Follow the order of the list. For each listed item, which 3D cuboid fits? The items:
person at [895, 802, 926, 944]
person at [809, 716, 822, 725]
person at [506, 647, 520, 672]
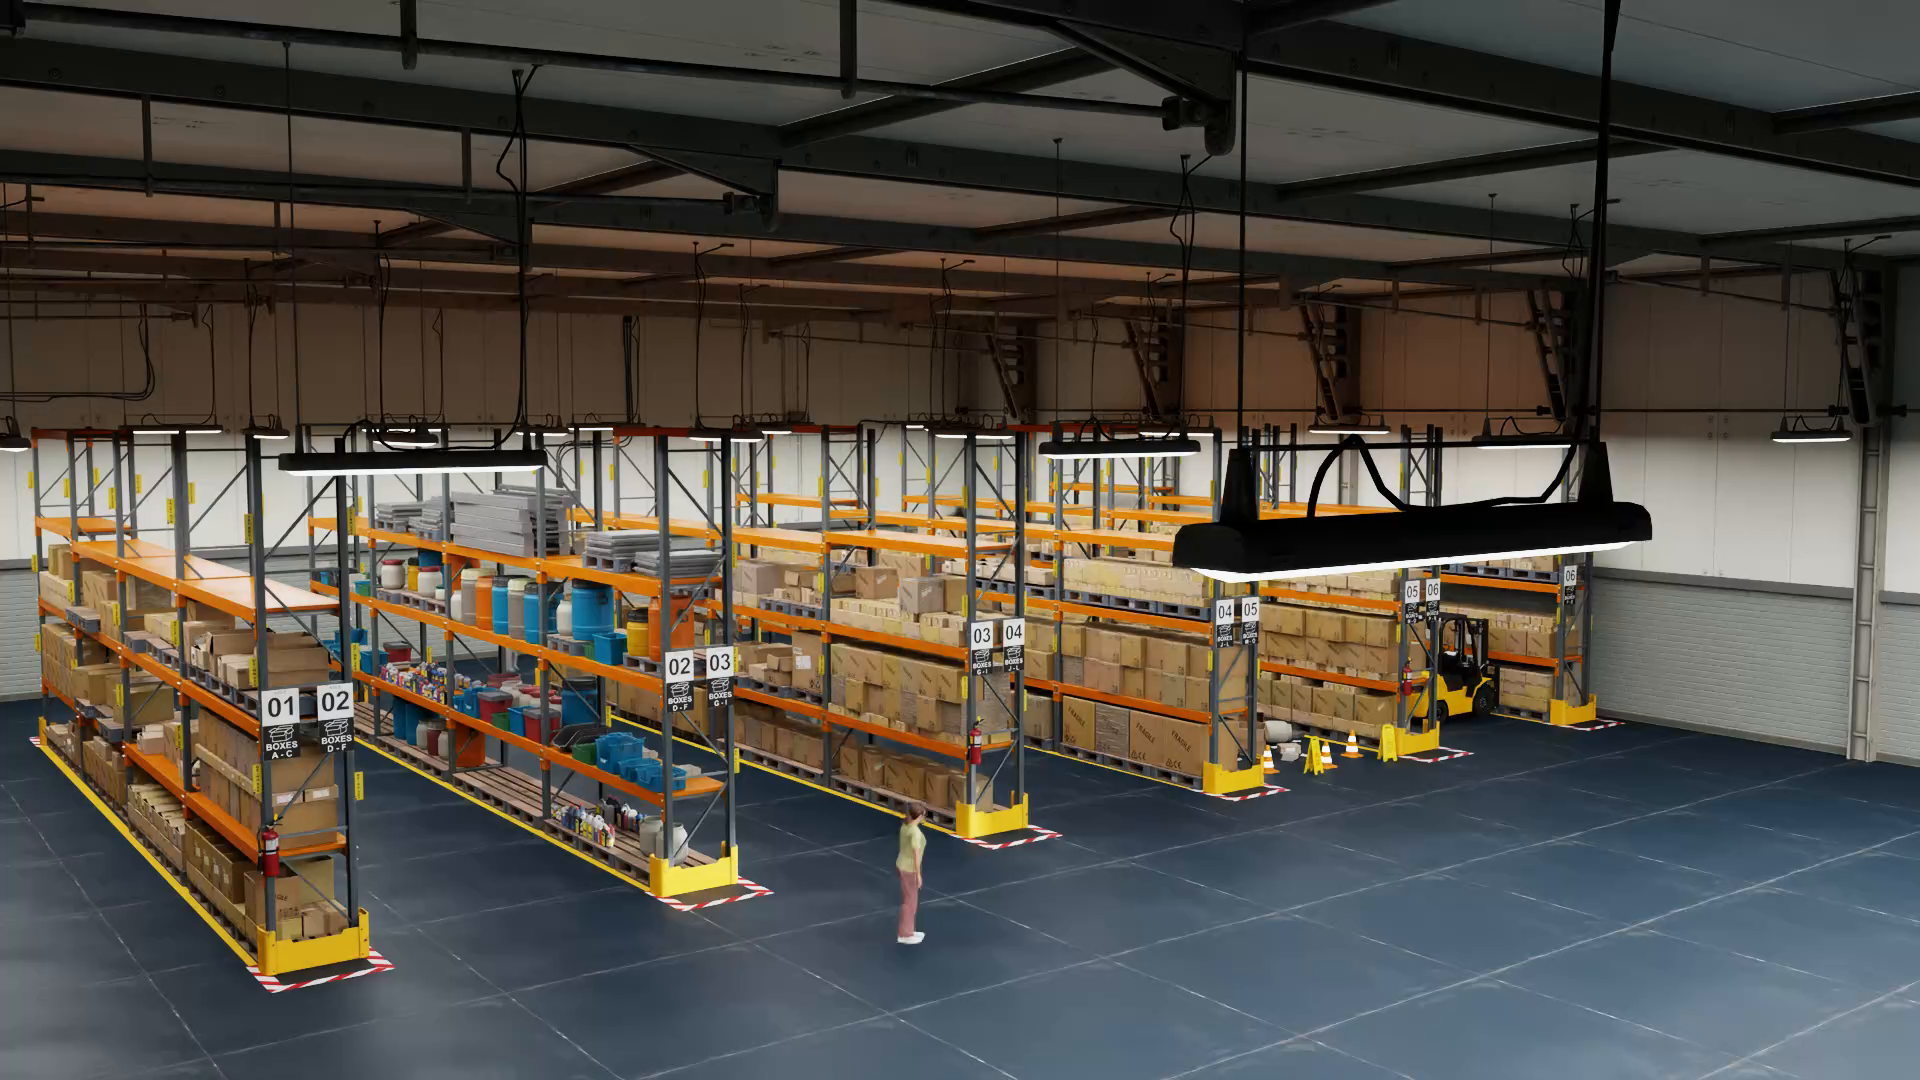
[{"bbox_3d":[-0.584,3.948,19.771,0.360,1.683,0.486,-2,5,-20],"label":"person"},{"bbox_3d":[-2.699,2.944,31.920,0.563,1.805,0.465,0,4,1],"label":"person"},{"bbox_3d":[-10.880,2.341,40.432,0.461,1.709,0.491,2,5,26],"label":"person"}]
